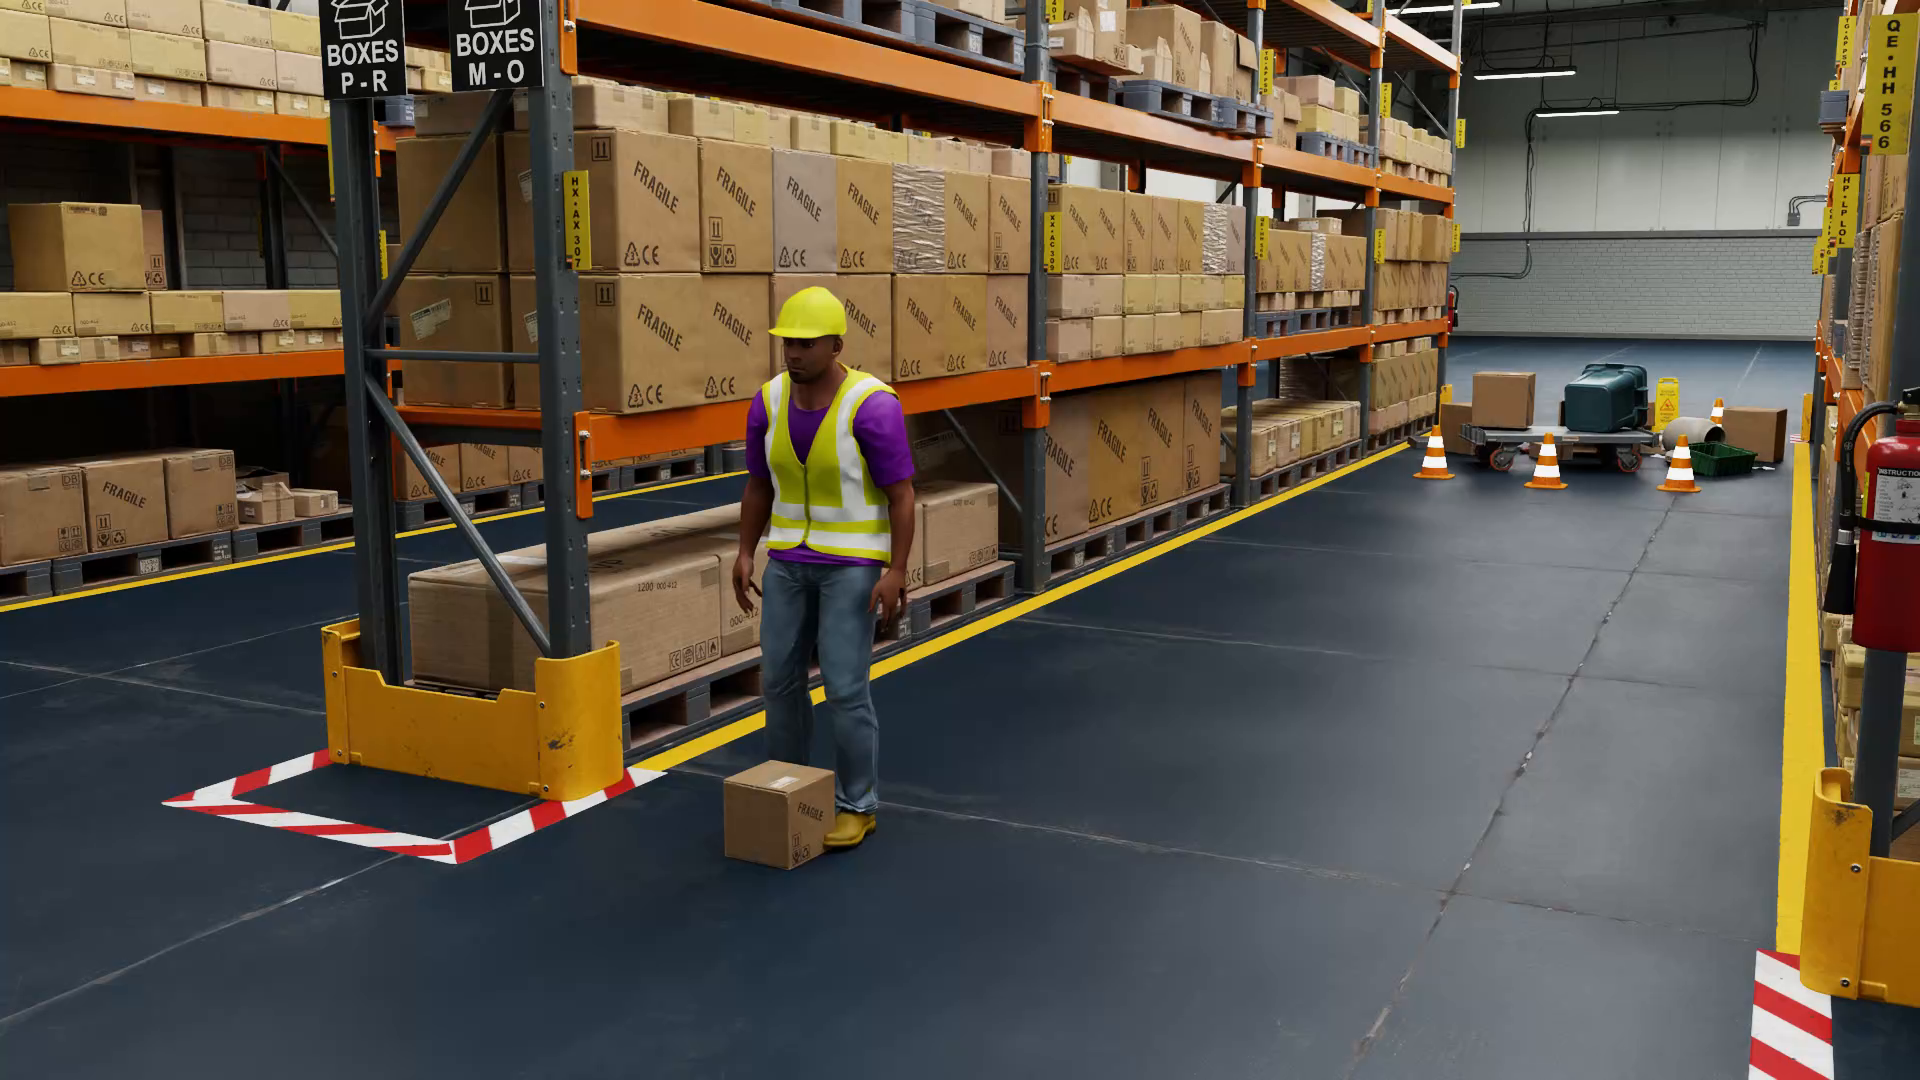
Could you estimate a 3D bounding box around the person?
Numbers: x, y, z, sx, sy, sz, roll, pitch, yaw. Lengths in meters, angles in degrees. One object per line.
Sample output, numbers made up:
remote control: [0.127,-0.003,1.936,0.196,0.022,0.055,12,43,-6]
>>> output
person: [-0.446,0.084,5.281,0.633,1.759,0.461,5,10,28]
